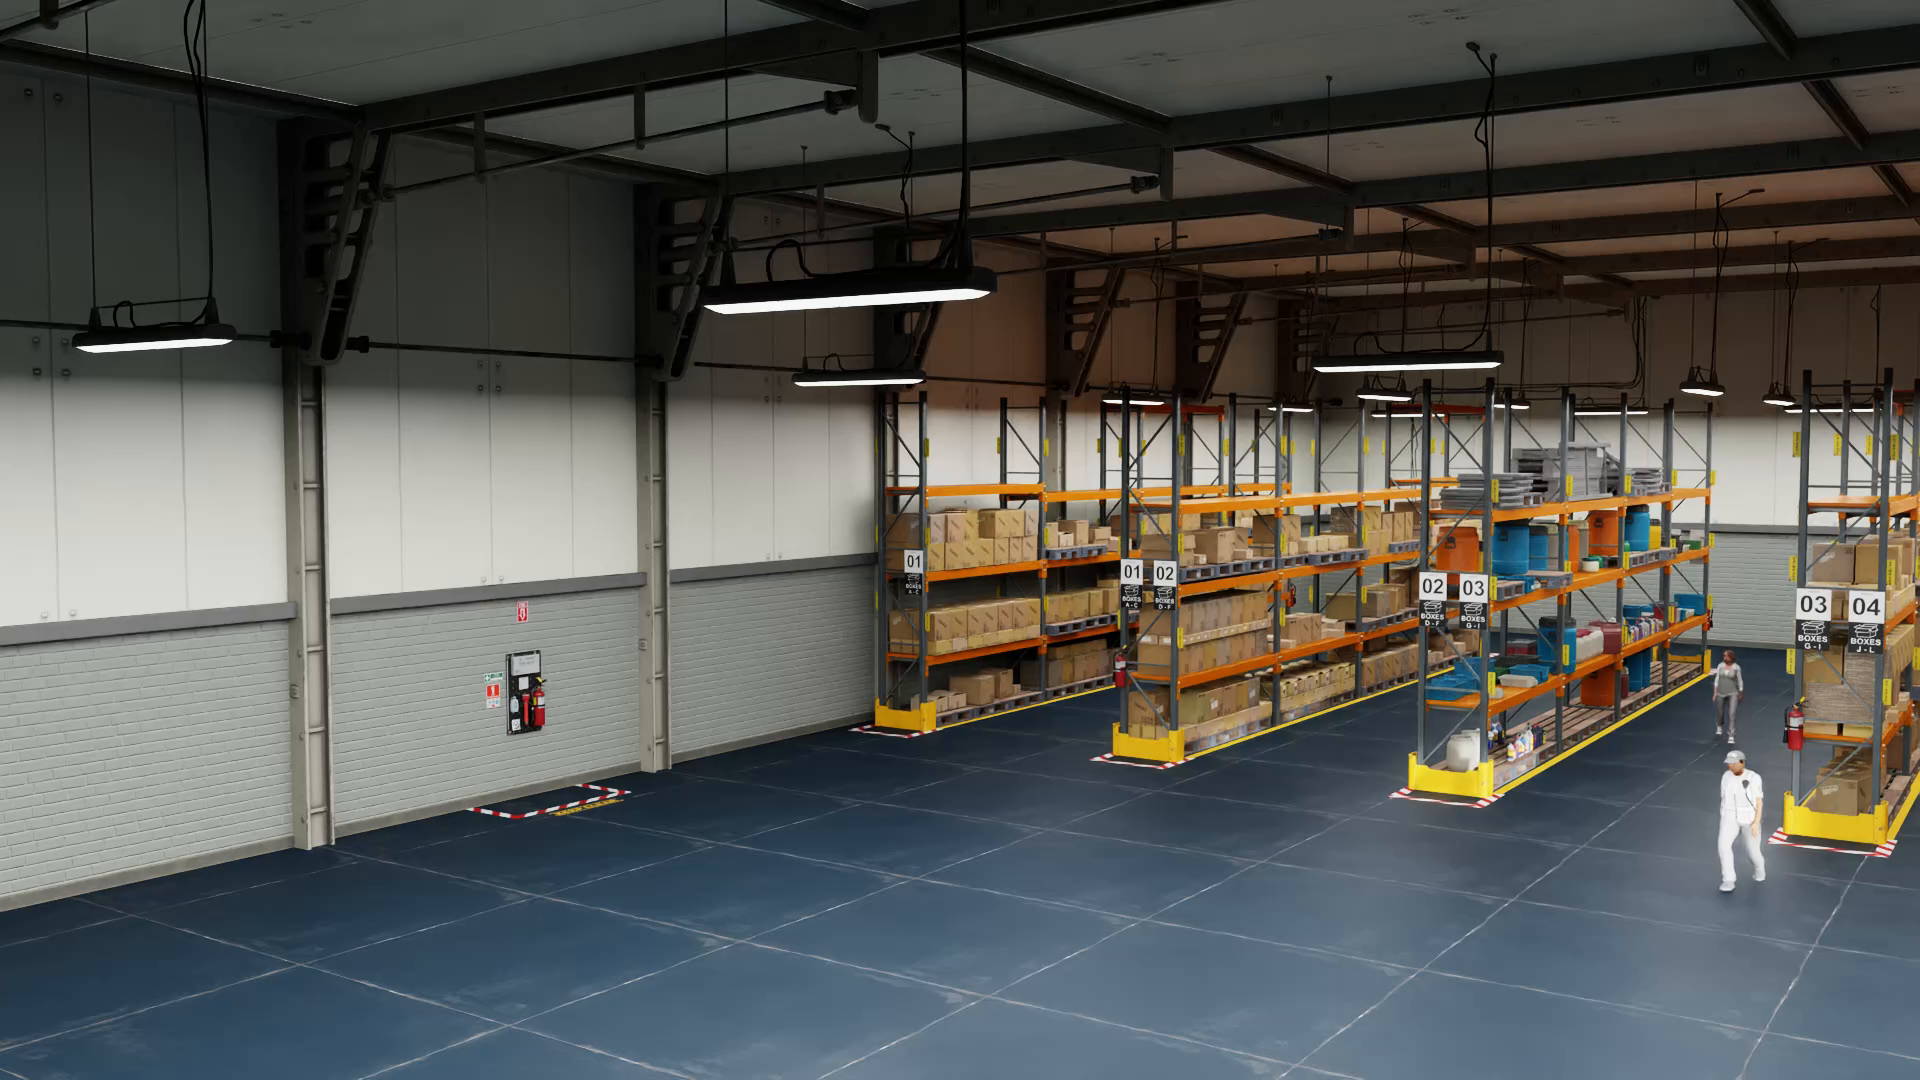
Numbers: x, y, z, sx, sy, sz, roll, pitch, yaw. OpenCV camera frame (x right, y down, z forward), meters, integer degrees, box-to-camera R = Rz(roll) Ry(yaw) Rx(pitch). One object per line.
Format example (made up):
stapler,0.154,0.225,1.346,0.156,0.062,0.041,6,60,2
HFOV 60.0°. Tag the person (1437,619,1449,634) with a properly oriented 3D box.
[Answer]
person,12.177,1.956,42.156,1.031,1.390,0.482,-2,4,-38

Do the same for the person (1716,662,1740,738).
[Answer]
person,13.099,2.716,28.374,0.369,1.277,0.730,1,3,24

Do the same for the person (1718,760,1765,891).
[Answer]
person,8.896,3.173,18.961,0.469,1.524,0.933,3,4,41
